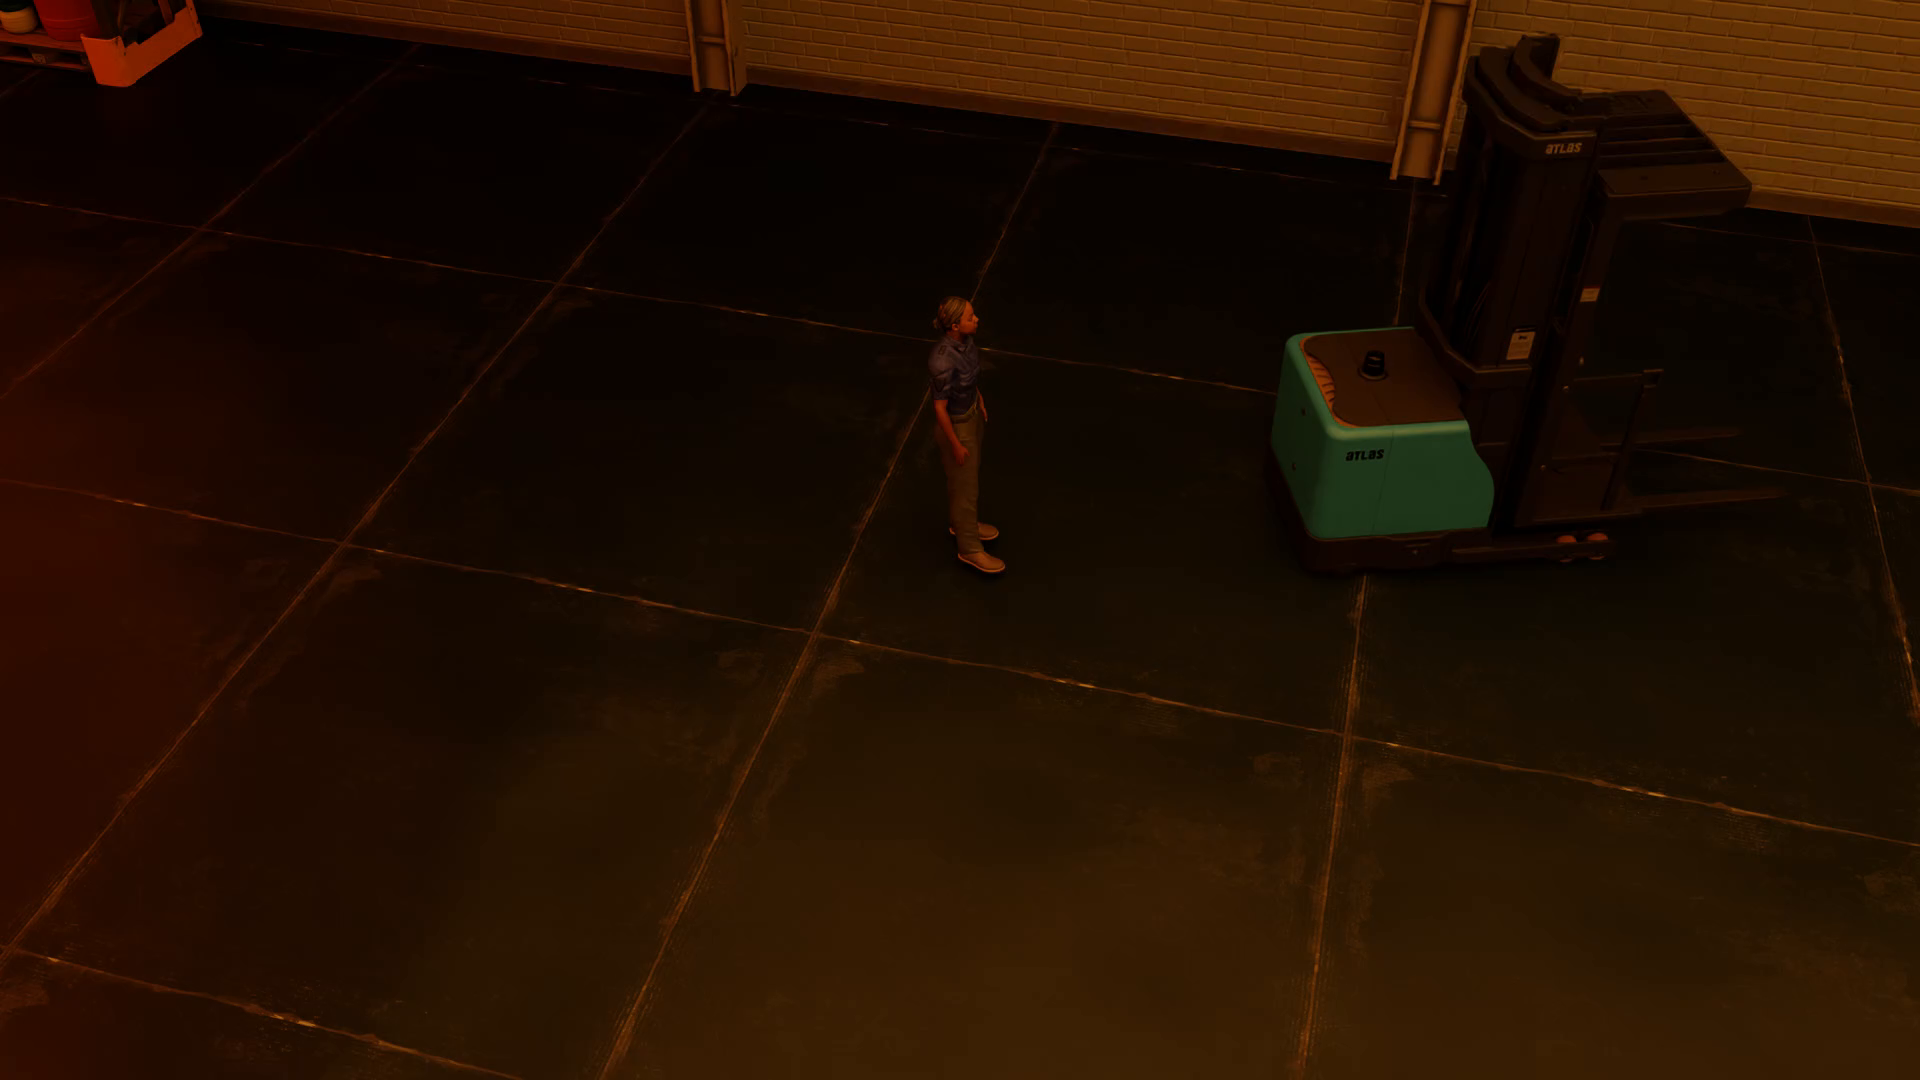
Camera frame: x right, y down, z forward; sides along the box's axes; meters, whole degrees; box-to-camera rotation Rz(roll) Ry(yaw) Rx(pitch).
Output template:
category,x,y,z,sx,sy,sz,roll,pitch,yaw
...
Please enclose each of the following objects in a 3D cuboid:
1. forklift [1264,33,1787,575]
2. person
category,x,y,z,sx,sy,sz,roll,pitch,yaw
forklift,3.465,-1.313,9.359,3.031,2.935,1.130,-4,41,-5
person,0.080,-0.631,9.476,0.503,1.656,0.569,10,42,11
